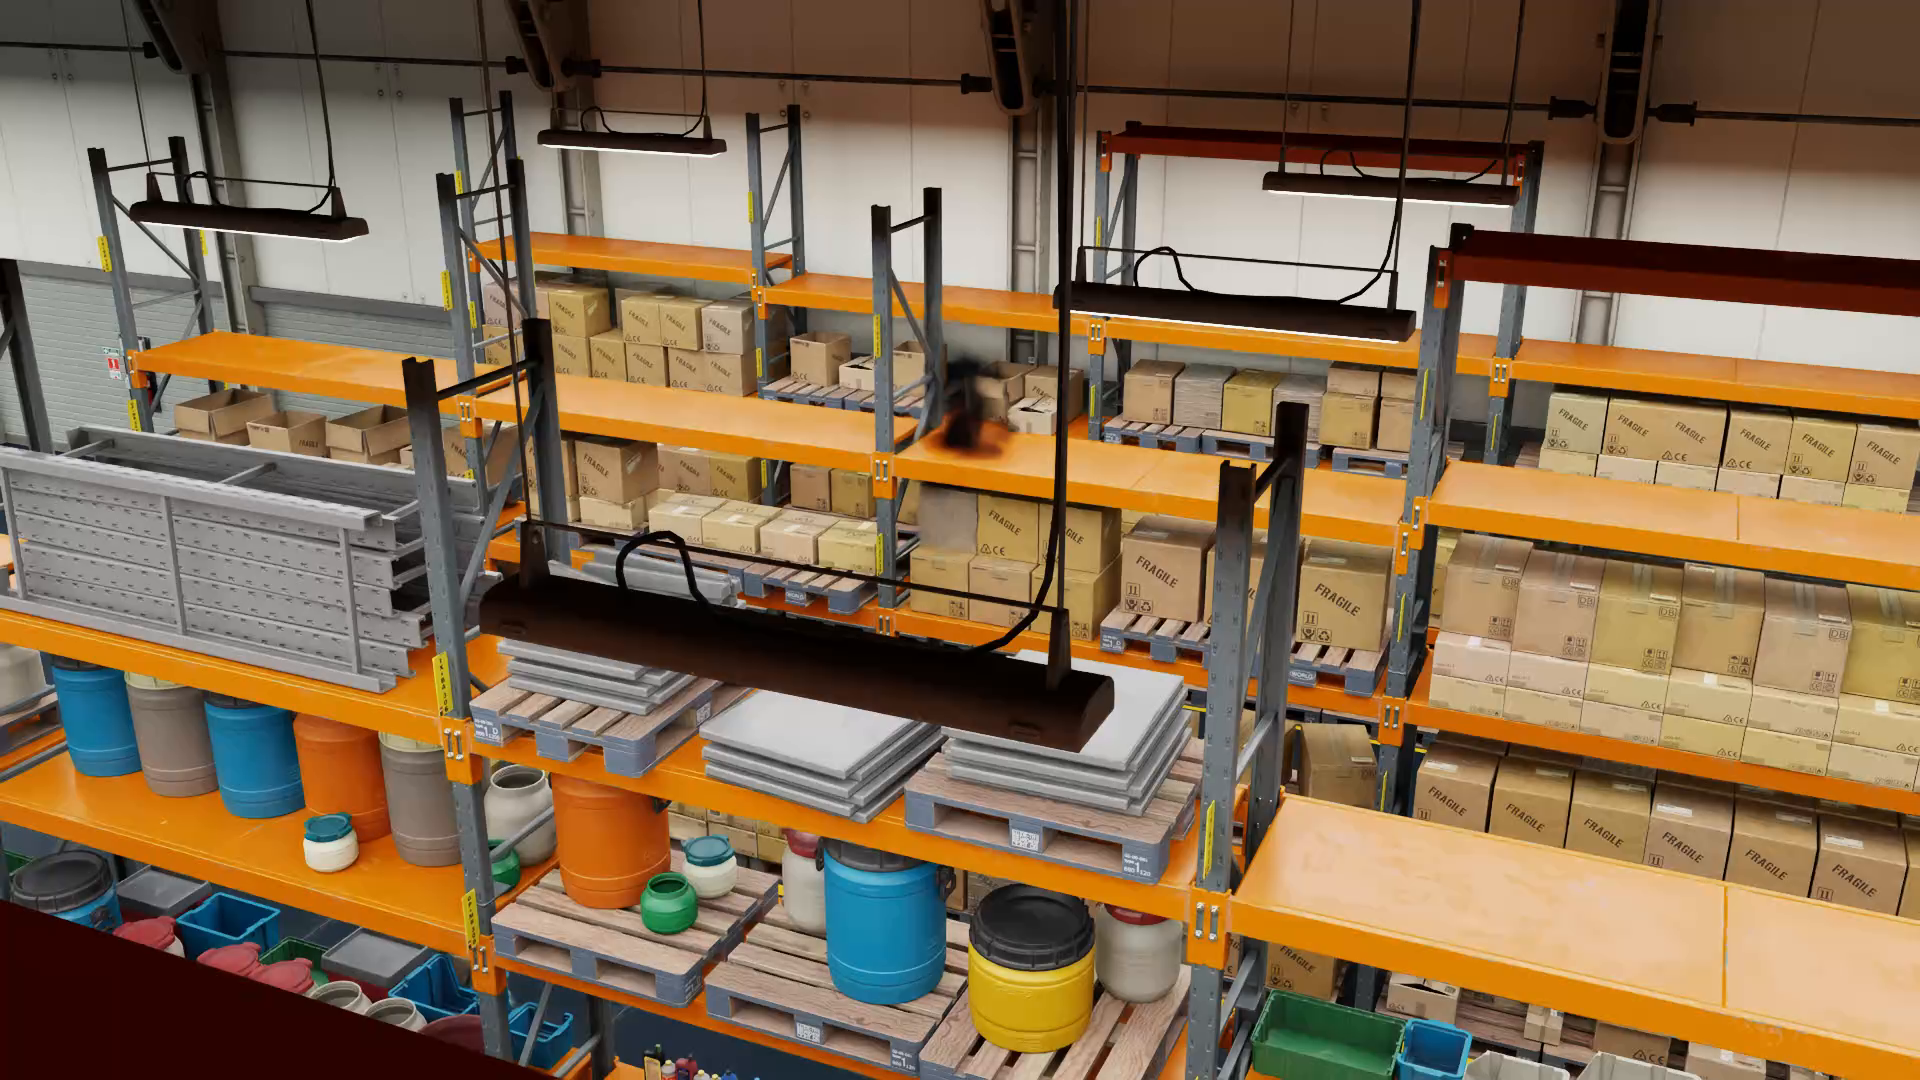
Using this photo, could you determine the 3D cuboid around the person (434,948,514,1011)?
[{"bbox_3d":[-3.685,2.968,12.294,0.595,1.737,0.644,7,22,19],"label":"person"}]
